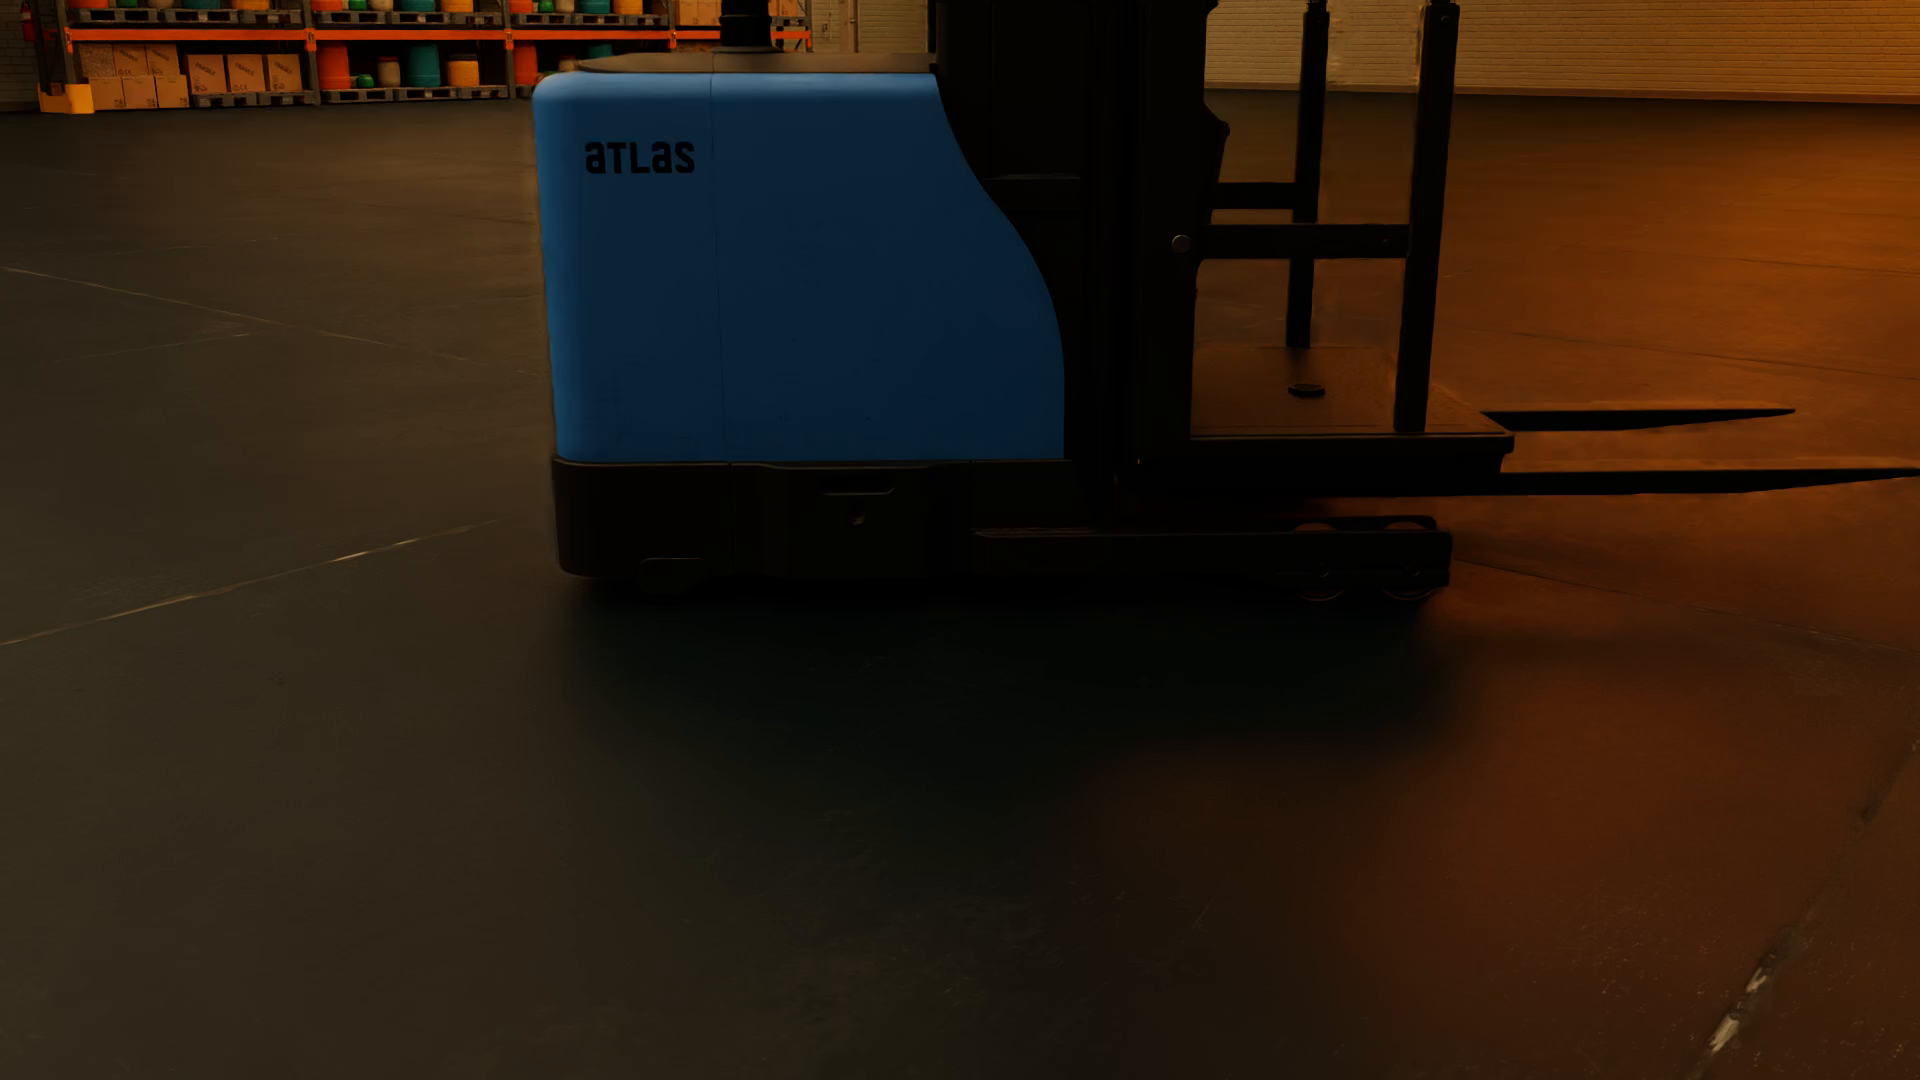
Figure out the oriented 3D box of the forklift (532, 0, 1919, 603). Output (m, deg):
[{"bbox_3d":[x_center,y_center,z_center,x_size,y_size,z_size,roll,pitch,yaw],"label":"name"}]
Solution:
[{"bbox_3d":[0.646,-1.425,3.589,3.031,2.935,1.130,-1,17,-2],"label":"forklift"}]
